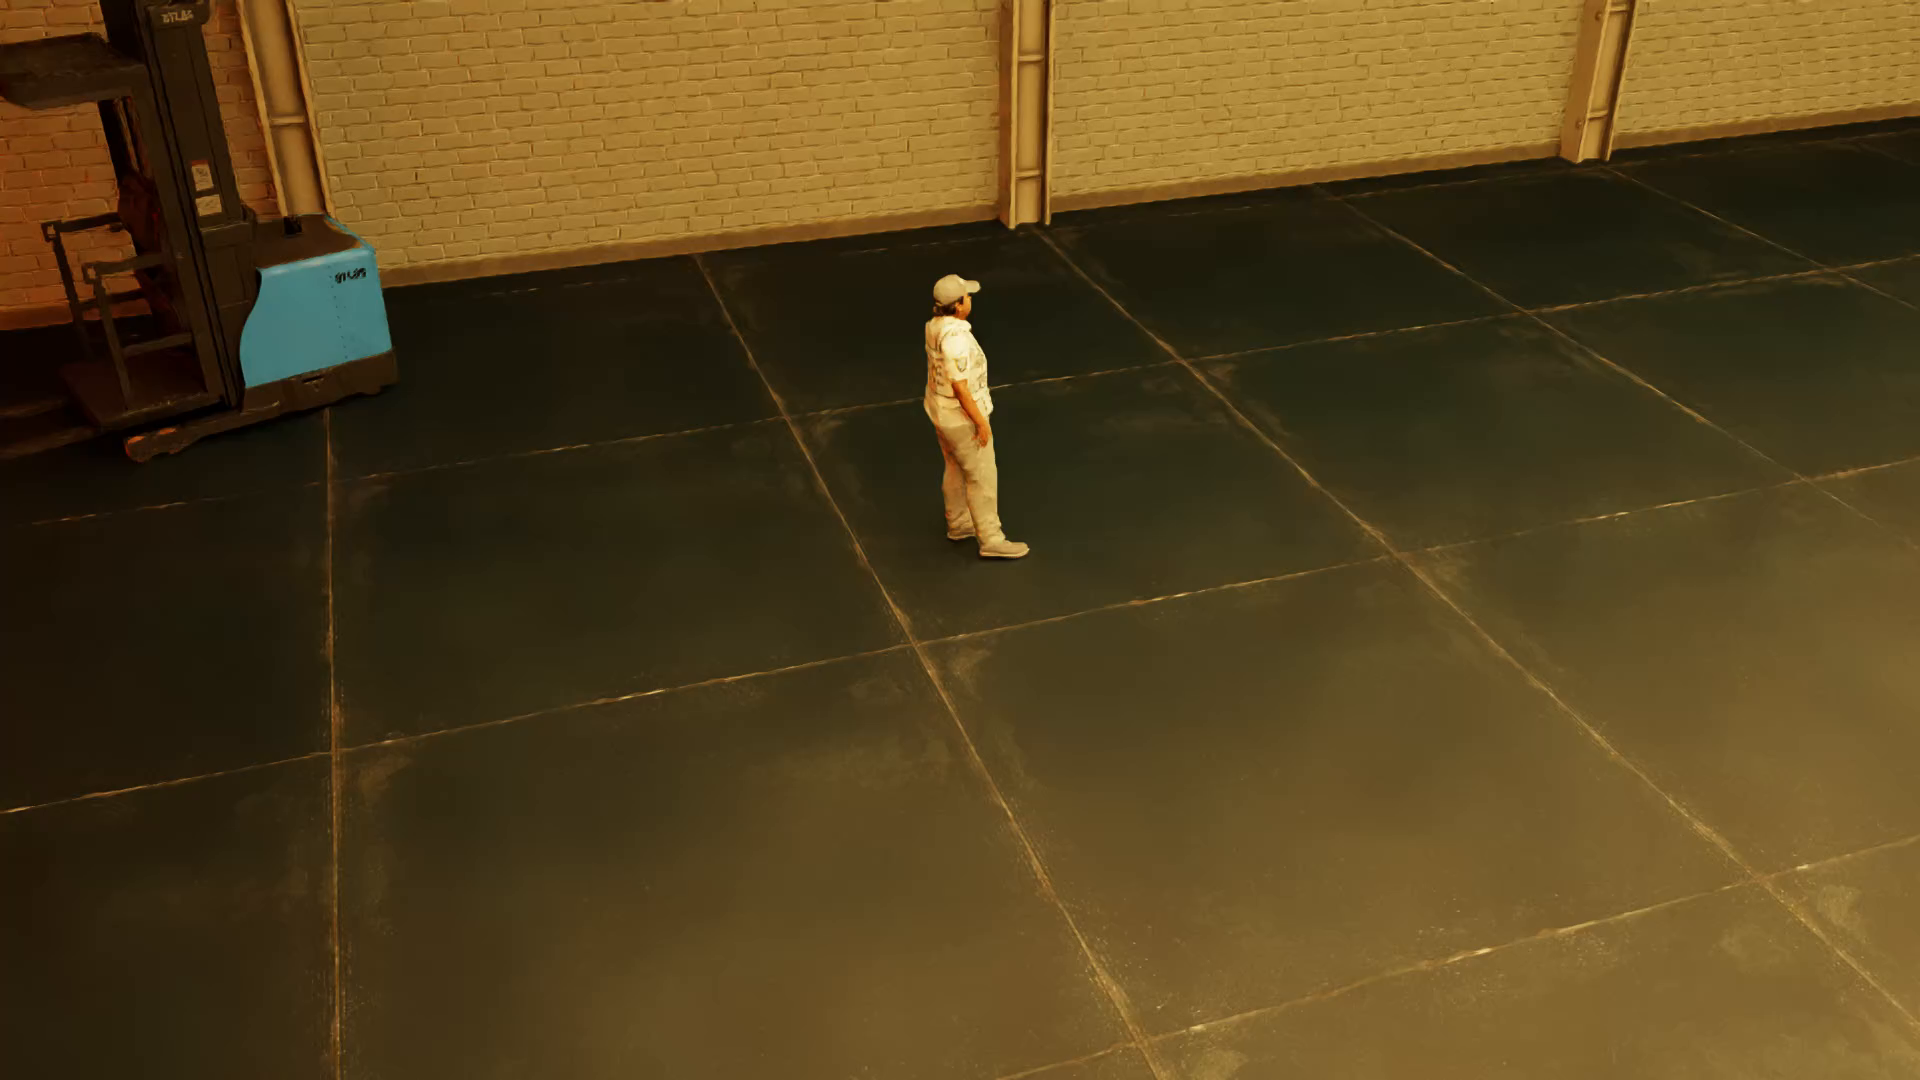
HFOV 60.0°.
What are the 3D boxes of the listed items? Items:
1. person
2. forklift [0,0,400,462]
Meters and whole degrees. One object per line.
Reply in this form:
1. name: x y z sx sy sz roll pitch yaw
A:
1. person: 0.080 -0.730 9.609 0.529 1.669 0.598 -10 31 -16
2. forklift: -5.470 -2.081 10.704 3.031 2.935 1.130 -22 36 -33
